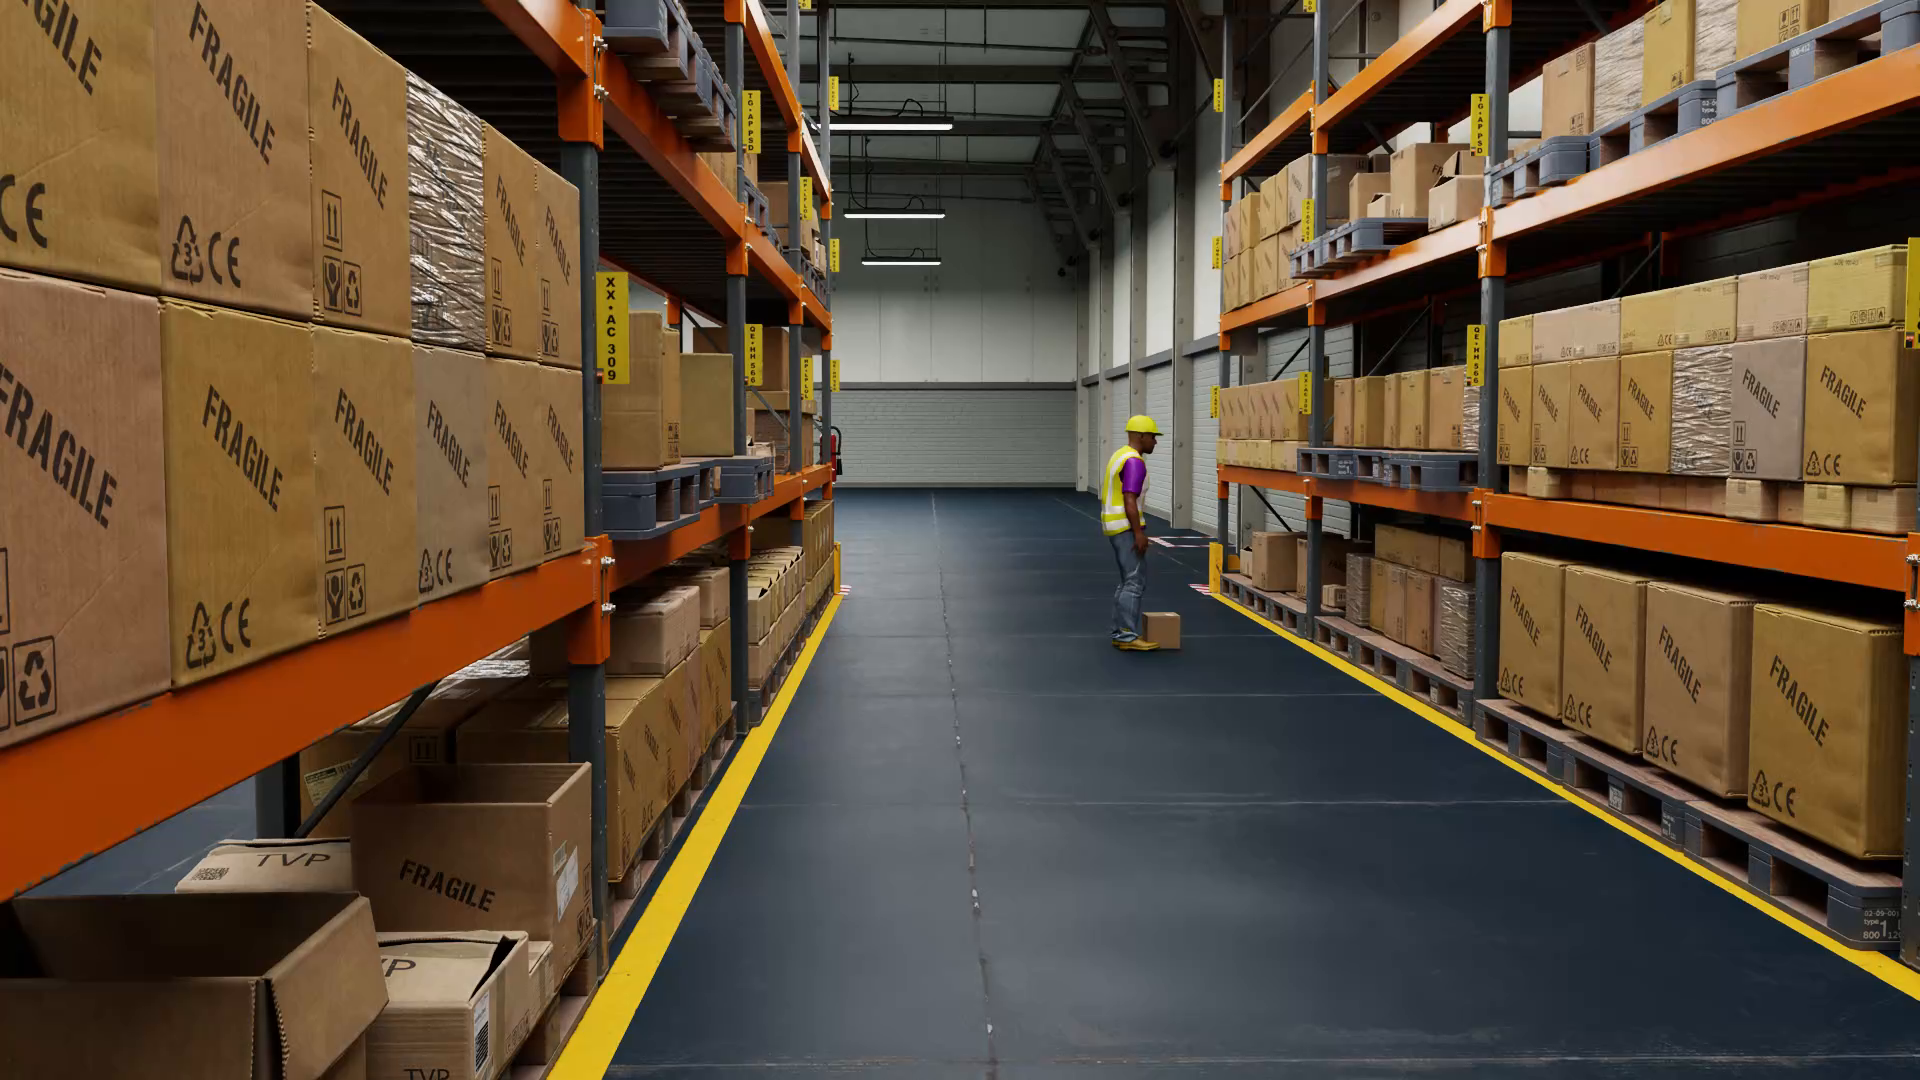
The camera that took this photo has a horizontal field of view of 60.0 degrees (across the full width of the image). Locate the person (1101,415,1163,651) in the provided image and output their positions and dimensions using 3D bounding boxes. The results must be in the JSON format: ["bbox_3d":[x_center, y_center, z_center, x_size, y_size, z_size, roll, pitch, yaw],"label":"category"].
[{"bbox_3d":[1.301,-0.063,12.567,0.460,1.760,0.627,0,4,-1],"label":"person"}]
